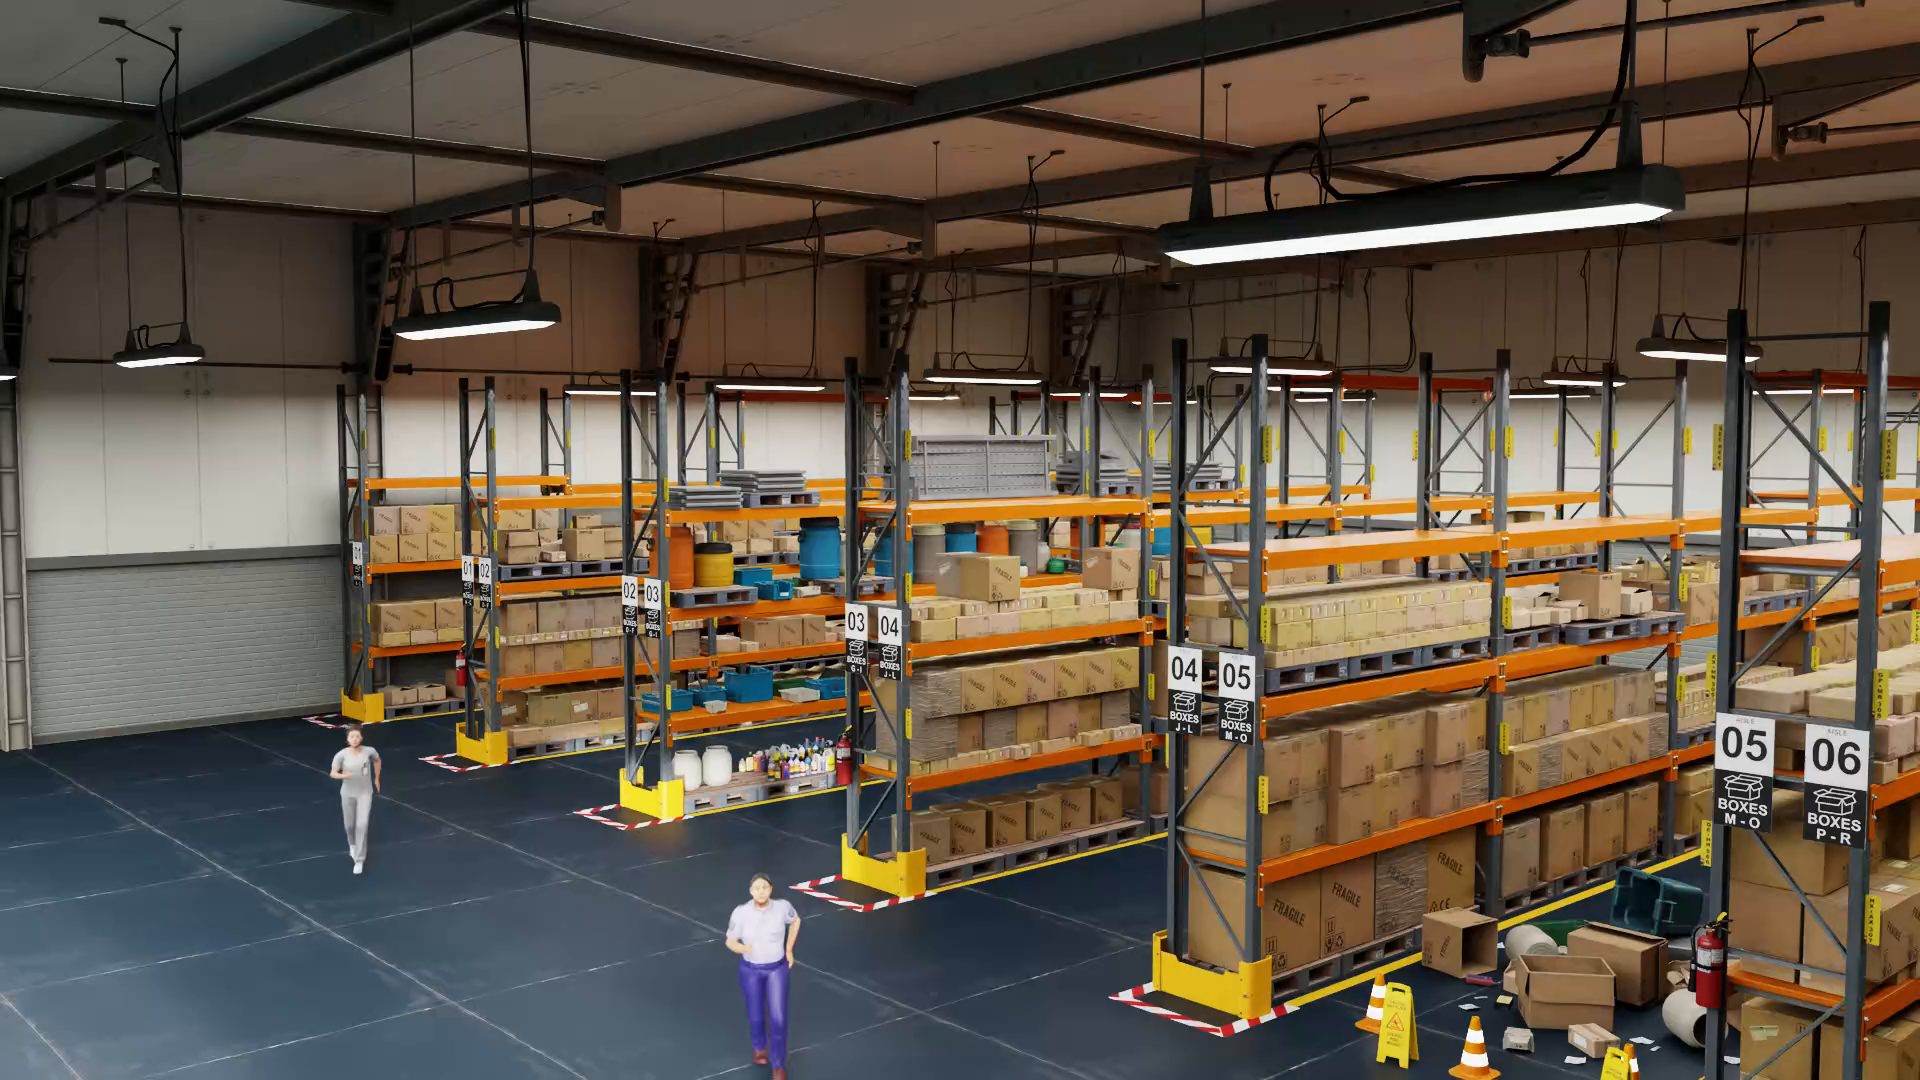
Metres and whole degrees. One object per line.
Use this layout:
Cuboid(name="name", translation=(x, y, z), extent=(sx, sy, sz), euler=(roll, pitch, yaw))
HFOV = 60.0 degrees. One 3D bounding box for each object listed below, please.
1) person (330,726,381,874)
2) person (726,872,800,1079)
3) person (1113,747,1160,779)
Cuboid(name="person", translation=(-7.122, 3.011, 19.618), extent=(0.560, 1.662, 0.967), euler=(-1, 4, -18))
Cuboid(name="person", translation=(-1.566, 3.487, 13.252), extent=(0.583, 1.707, 0.746), euler=(0, 4, -5))
Cuboid(name="person", translation=(2.571, 2.671, 24.671), extent=(0.854, 1.747, 0.720), euler=(-4, 5, -43))
